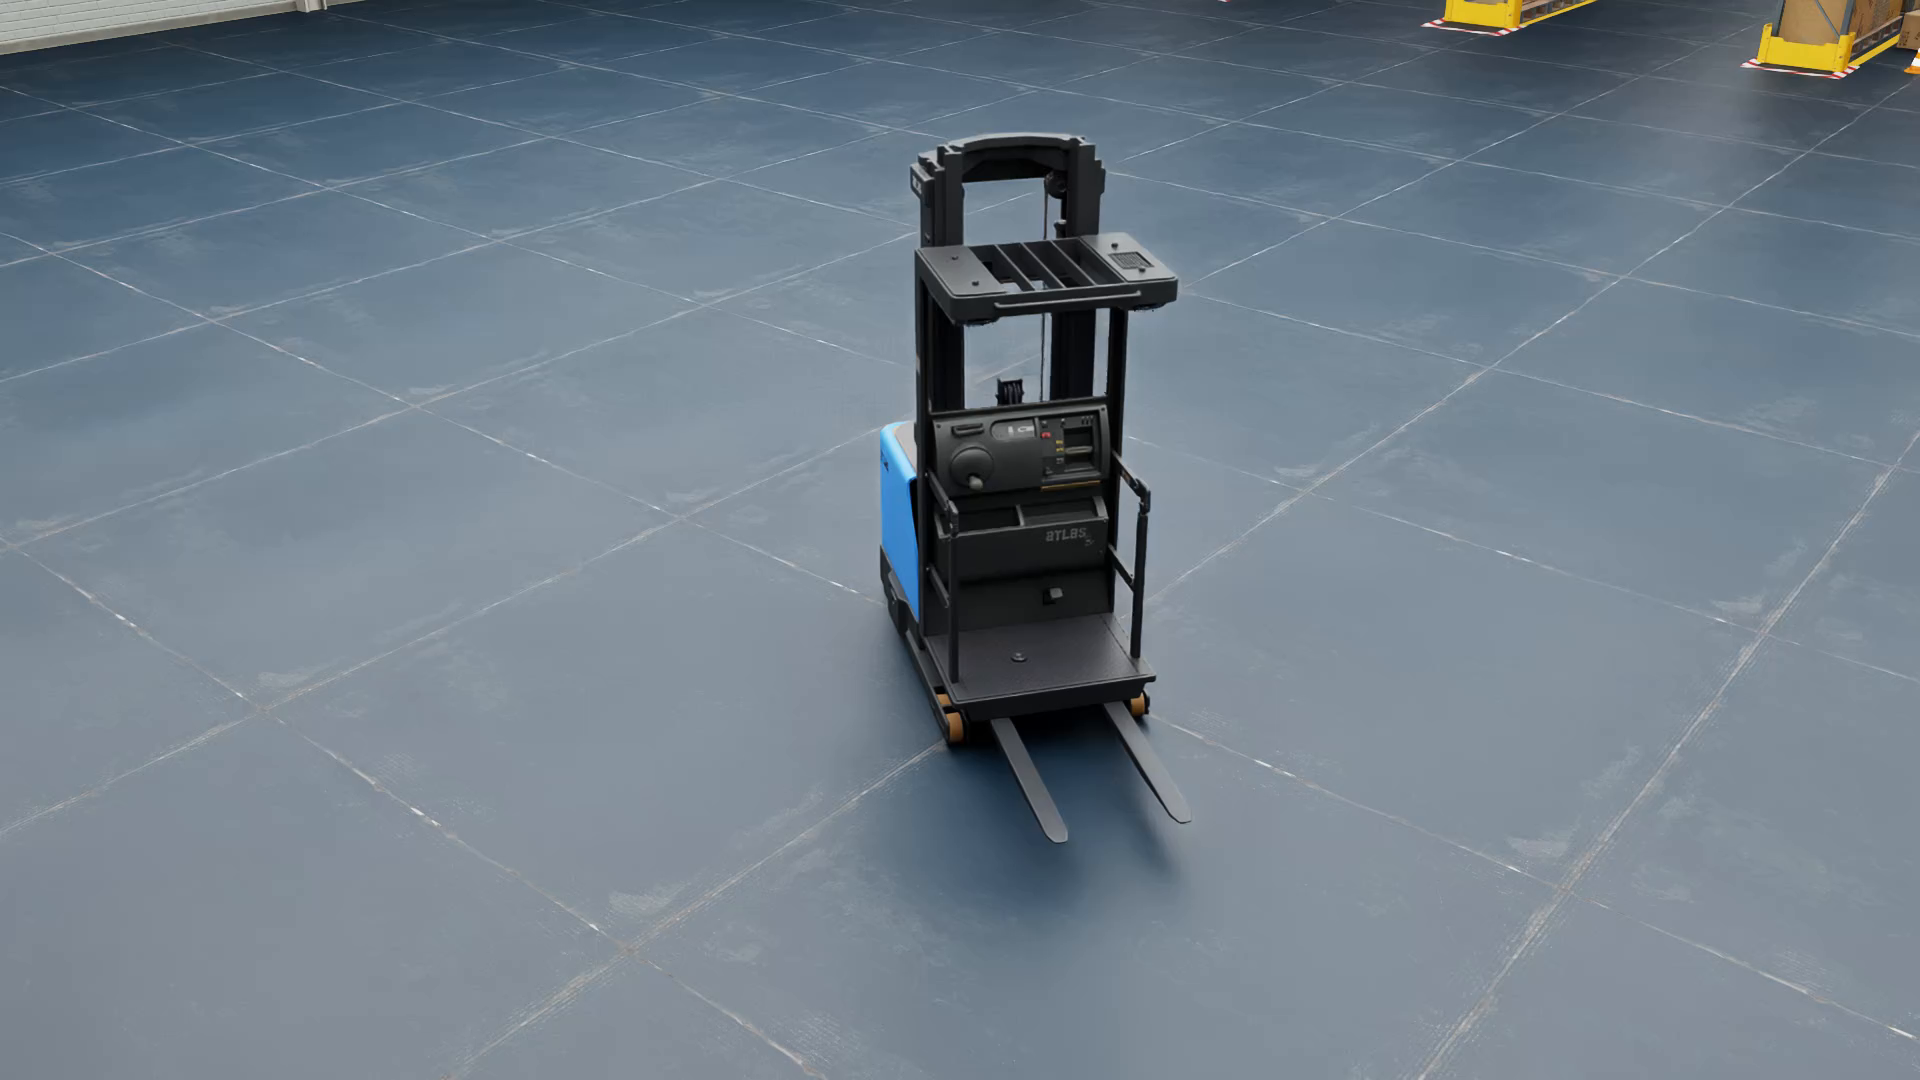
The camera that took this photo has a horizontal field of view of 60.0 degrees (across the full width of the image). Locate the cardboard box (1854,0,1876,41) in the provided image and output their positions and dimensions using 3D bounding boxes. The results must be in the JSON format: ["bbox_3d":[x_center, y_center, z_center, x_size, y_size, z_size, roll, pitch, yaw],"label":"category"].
[{"bbox_3d":[13.098,-8.013,24.830,0.875,0.875,0.875,20,34,34],"label":"cardboard box"}]

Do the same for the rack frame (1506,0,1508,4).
[{"bbox_3d":[8.397,-9.683,26.203,1.000,3.000,0.127,21,34,34],"label":"rack frame"}]

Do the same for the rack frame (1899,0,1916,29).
[{"bbox_3d":[14.704,-9.616,26.073,1.000,3.000,0.127,21,34,34],"label":"rack frame"}]

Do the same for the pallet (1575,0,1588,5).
[{"bbox_3d":[10.541,-9.614,29.105,1.003,0.211,1.213,21,34,34],"label":"pallet"}]

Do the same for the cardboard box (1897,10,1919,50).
[{"bbox_3d":[14.508,-7.656,25.003,0.500,0.500,0.500,-21,34,-35],"label":"cardboard box"}]

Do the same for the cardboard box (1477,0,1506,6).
[{"bbox_3d":[8.807,-8.976,27.100,0.500,0.500,0.500,-21,34,-35],"label":"cardboard box"}]

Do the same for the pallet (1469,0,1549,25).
[{"bbox_3d":[8.989,-8.749,27.433,1.003,0.211,1.213,21,34,34],"label":"pallet"}]

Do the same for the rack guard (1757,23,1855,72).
[{"bbox_3d":[12.144,-7.079,23.890,1.175,0.500,0.348,21,34,34],"label":"rack guard"}]

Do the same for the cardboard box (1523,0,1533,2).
[{"bbox_3d":[9.161,-9.198,27.529,0.500,0.500,0.500,-18,32,-31],"label":"cardboard box"}]

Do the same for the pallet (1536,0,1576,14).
[{"bbox_3d":[9.765,-9.180,28.265,1.003,0.211,1.213,21,34,34],"label":"pallet"}]

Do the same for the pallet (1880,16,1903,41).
[{"bbox_3d":[14.160,-8.131,26.237,1.003,0.211,1.213,21,34,34],"label":"pallet"}]

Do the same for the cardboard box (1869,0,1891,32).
[{"bbox_3d":[13.680,-8.335,25.454,0.875,0.875,0.875,21,34,35],"label":"cardboard box"}]

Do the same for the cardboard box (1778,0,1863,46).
[{"bbox_3d":[12.540,-7.700,24.226,0.875,0.875,0.875,21,34,35],"label":"cardboard box"}]

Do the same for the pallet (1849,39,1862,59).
[{"bbox_3d":[12.608,-7.265,24.565,1.003,0.211,1.213,21,34,34],"label":"pallet"}]

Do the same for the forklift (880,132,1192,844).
[{"bbox_3d":[0.378,-0.431,8.394,1.130,2.935,3.031,-7,28,-13],"label":"forklift"}]

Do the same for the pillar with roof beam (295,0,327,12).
[{"bbox_3d":[-7.603,-11.679,23.532,9.100,9.000,0.400,21,34,34],"label":"pillar with roof beam"}]

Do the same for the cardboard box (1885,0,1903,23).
[{"bbox_3d":[14.250,-8.656,26.073,0.875,0.875,0.875,21,34,35],"label":"cardboard box"}]

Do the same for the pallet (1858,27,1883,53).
[{"bbox_3d":[13.384,-7.696,25.397,1.003,0.211,1.213,21,34,34],"label":"pallet"}]

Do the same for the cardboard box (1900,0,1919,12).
[{"bbox_3d":[15.029,-9.050,26.970,1.050,0.750,0.750,21,34,34],"label":"cardboard box"}]

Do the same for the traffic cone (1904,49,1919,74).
[{"bbox_3d":[13.593,-6.844,23.476,0.336,0.463,0.334,21,34,34],"label":"traffic cone"}]

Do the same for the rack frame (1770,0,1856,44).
[{"bbox_3d":[12.160,-8.198,23.332,1.000,3.000,0.127,21,34,34],"label":"rack frame"}]

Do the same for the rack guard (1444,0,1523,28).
[{"bbox_3d":[8.445,-8.600,26.830,1.175,0.500,0.348,21,34,34],"label":"rack guard"}]

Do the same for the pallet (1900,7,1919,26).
[{"bbox_3d":[15.137,-8.673,27.285,1.003,0.211,1.213,21,34,34],"label":"pallet"}]
